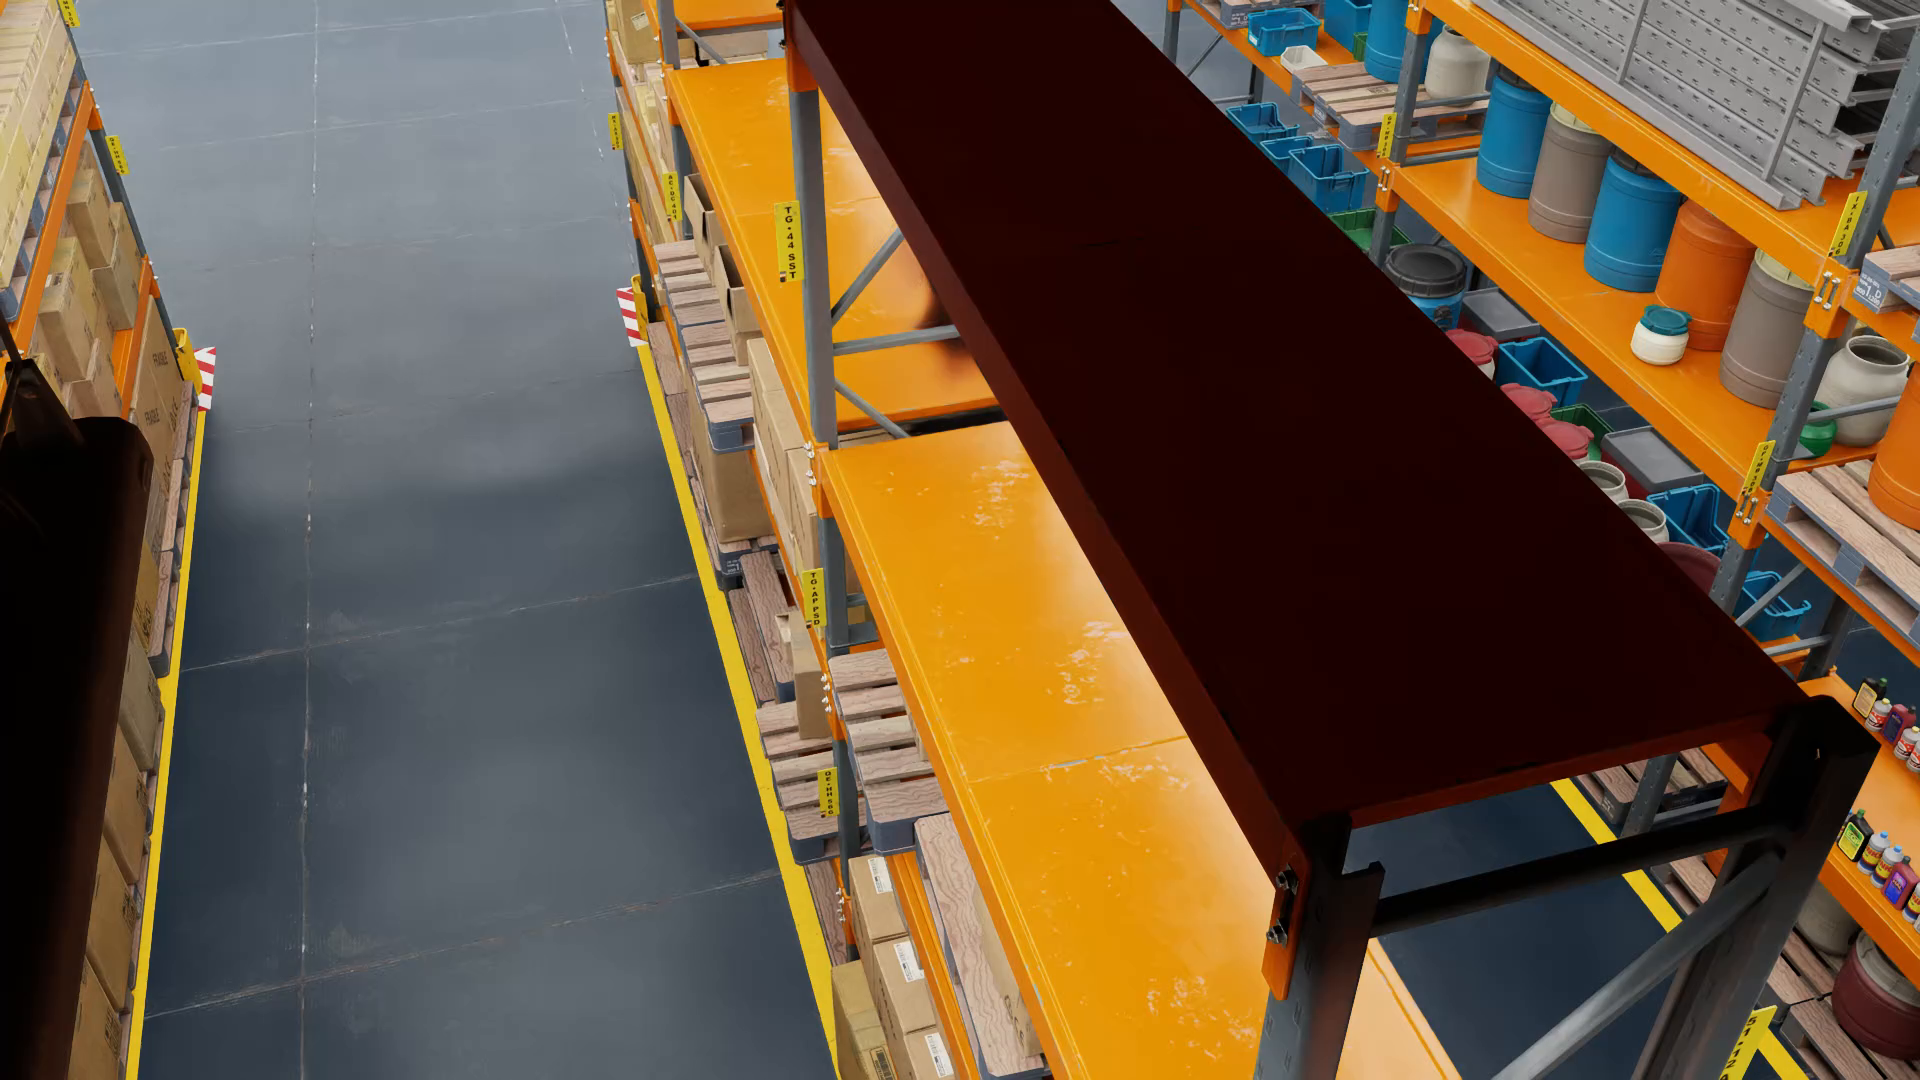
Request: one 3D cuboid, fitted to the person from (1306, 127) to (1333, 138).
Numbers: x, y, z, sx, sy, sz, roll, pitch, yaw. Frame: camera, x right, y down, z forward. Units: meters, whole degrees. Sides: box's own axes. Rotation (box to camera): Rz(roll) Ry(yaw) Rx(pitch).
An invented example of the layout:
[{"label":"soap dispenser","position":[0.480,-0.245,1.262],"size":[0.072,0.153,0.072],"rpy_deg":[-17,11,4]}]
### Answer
[{"label":"person","position":[4.243,-5.122,17.988],"size":[0.754,1.640,0.562],"rpy_deg":[11,40,13]}]
